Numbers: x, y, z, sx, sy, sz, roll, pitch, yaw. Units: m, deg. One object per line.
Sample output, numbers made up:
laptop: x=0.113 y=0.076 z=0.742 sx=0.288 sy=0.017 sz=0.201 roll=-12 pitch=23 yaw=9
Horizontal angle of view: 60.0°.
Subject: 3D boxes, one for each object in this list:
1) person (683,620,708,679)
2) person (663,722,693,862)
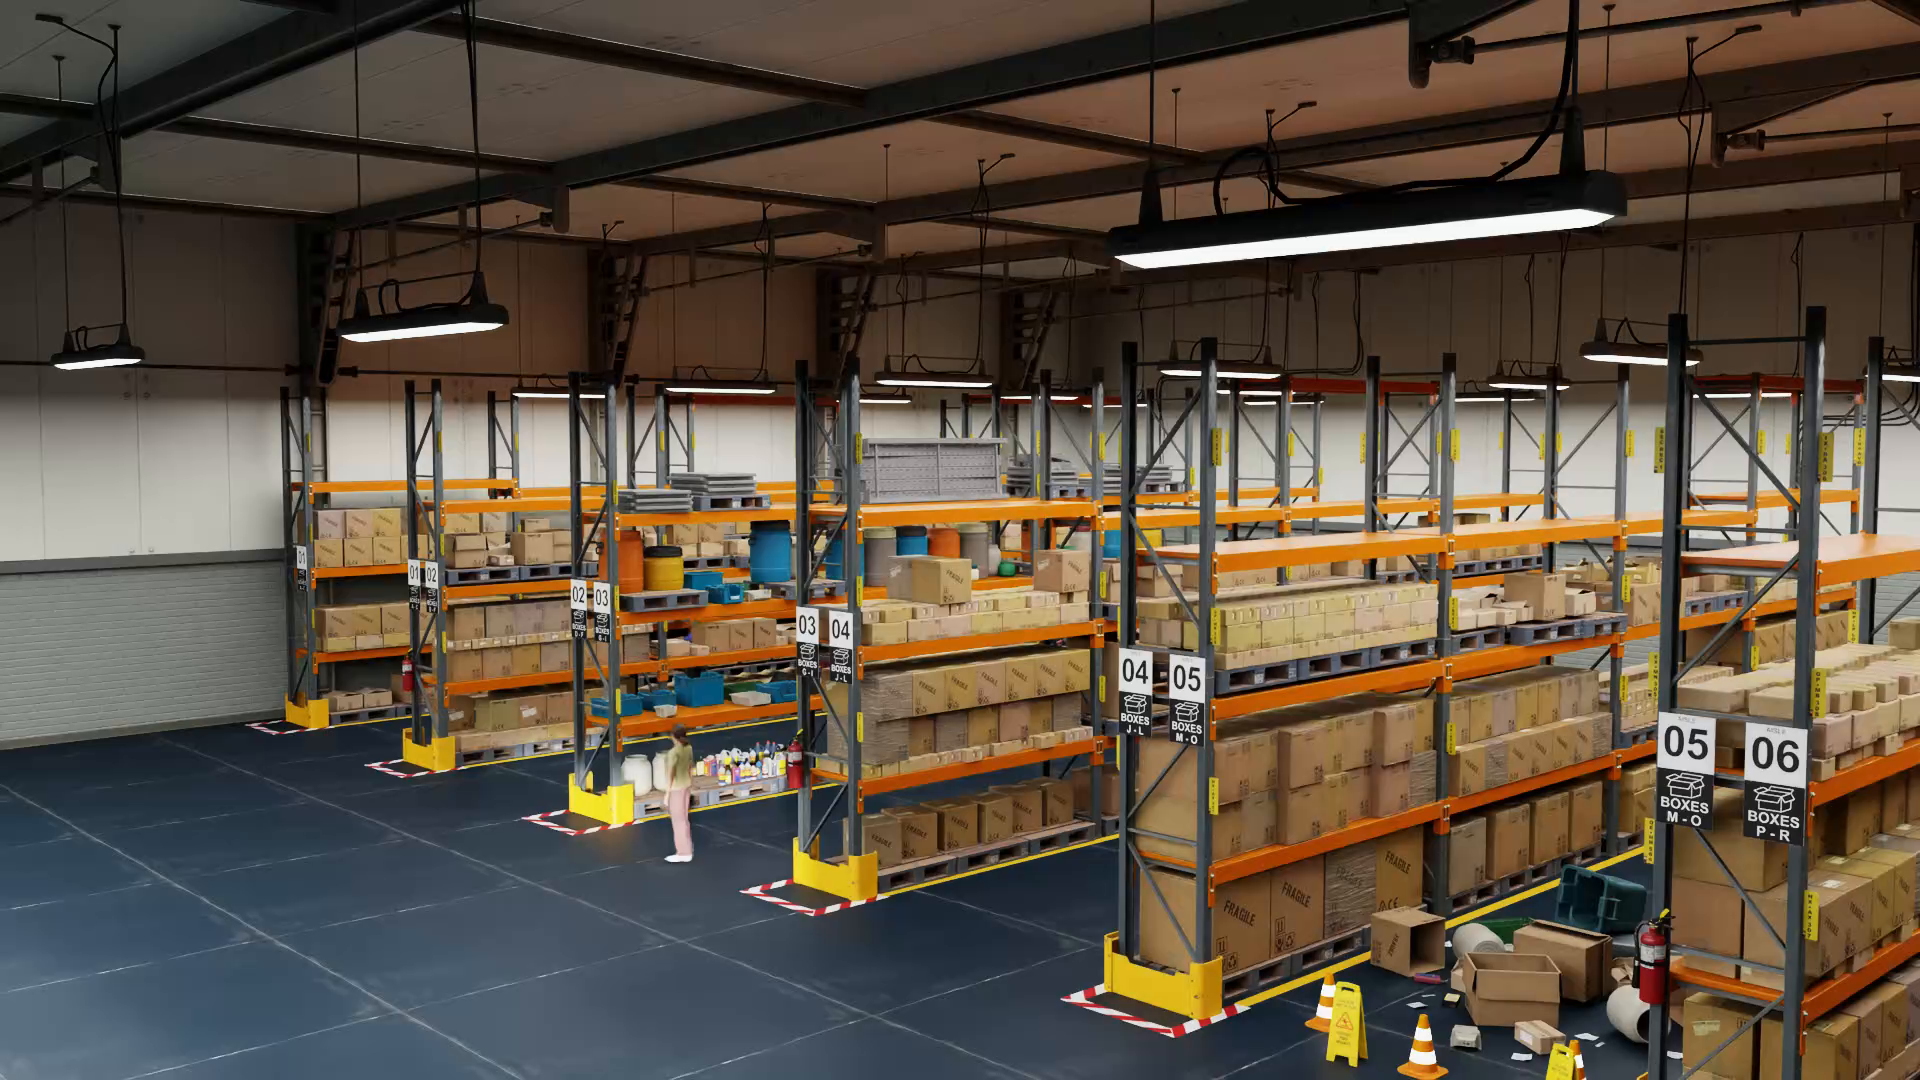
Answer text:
person: x=-4.971 y=2.382 z=31.264 sx=0.524 sy=1.743 sz=0.334 roll=-3 pitch=4 yaw=-35
person: x=-3.396 y=3.055 z=20.089 sx=0.363 sy=1.706 sz=0.568 roll=1 pitch=4 yaw=14
